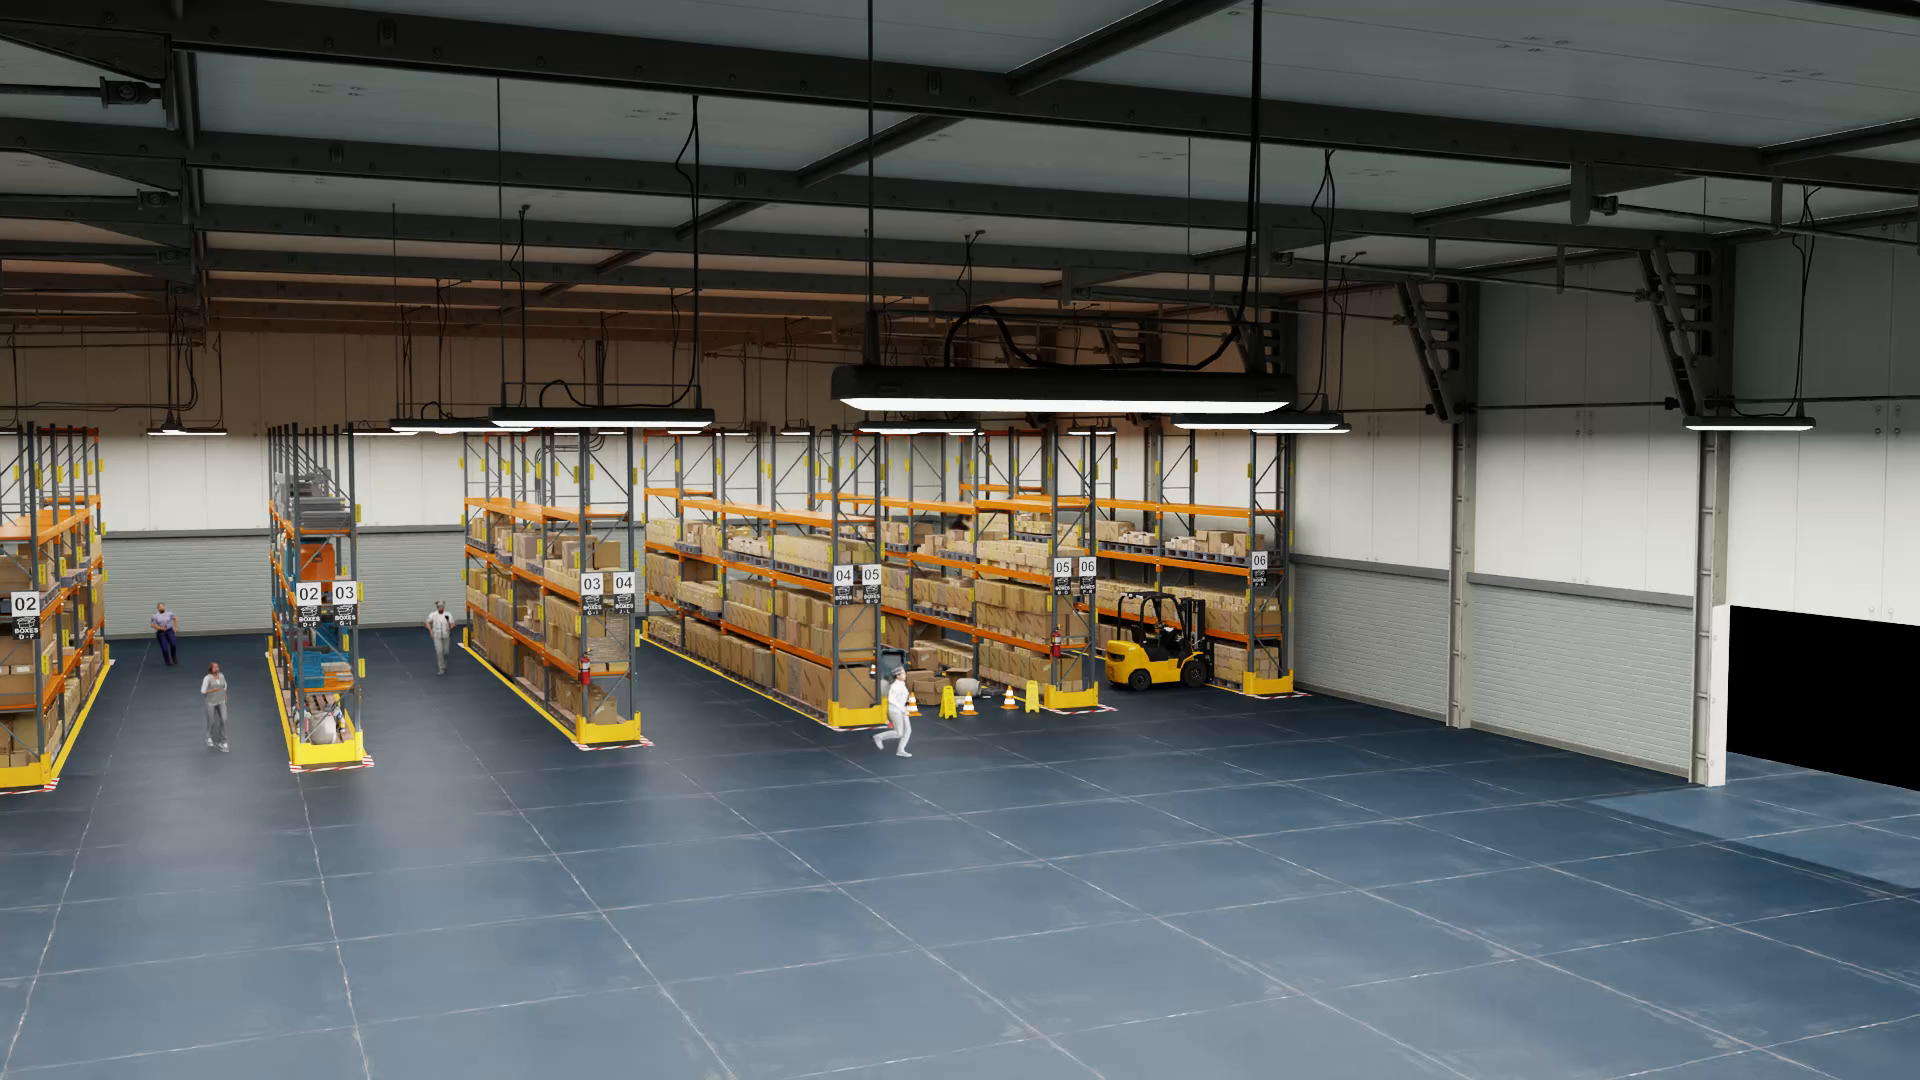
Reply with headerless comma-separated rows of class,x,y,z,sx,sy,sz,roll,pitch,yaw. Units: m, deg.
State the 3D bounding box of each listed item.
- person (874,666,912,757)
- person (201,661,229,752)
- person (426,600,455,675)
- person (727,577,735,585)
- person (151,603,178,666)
person,-1.191,3.076,29.917,0.693,1.653,0.609,1,4,15
person,-13.671,3.038,30.531,0.523,1.628,0.732,-3,5,-43
person,-12.689,2.359,40.652,0.666,1.790,0.825,-2,4,-25
person,-6.657,1.913,48.296,0.583,1.703,0.933,-2,4,-33
person,-19.988,2.372,41.796,0.631,1.595,0.532,-2,4,-30
